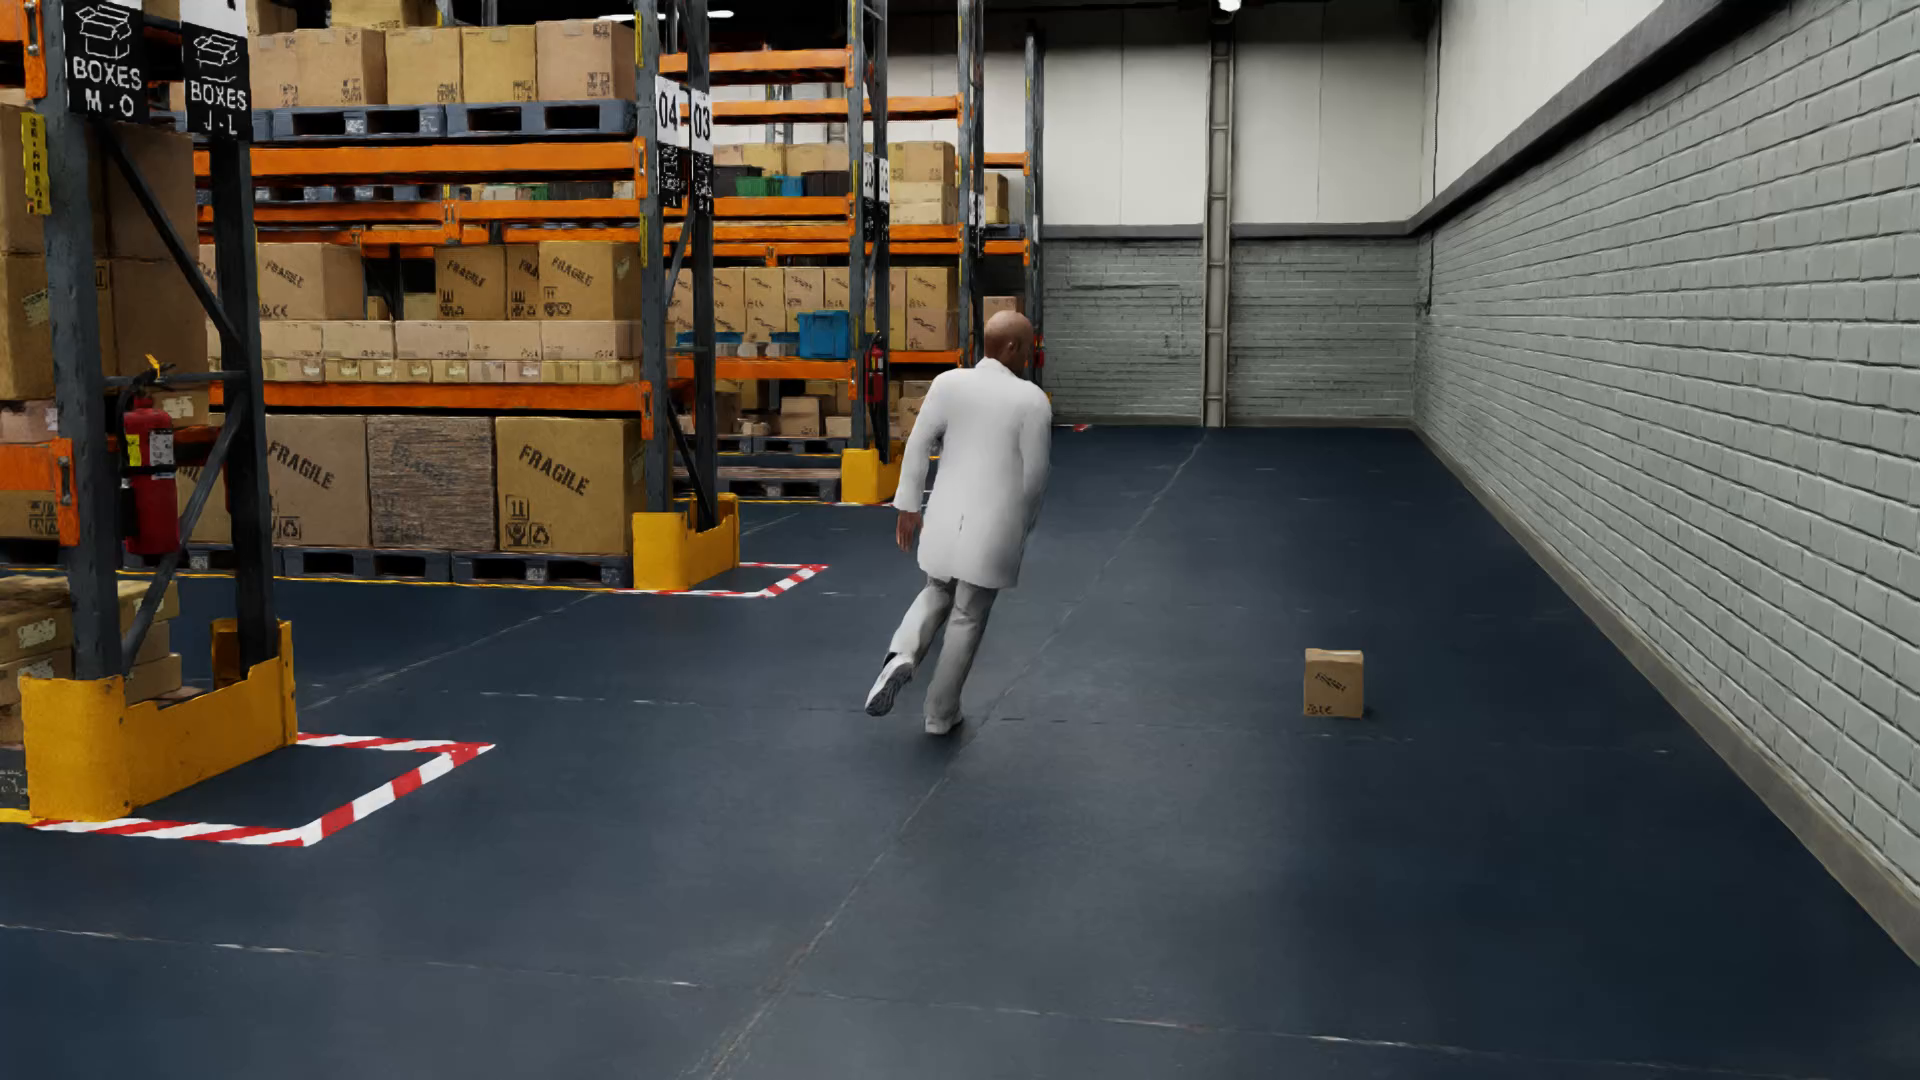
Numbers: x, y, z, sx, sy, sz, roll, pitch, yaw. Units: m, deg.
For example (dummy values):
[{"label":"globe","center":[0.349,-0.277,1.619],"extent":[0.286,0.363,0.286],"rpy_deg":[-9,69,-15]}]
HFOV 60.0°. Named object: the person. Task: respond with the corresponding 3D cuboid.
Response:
[{"label":"person","center":[0.015,-0.062,6.827],"extent":[0.754,1.749,0.562],"rpy_deg":[3,8,22]}]
